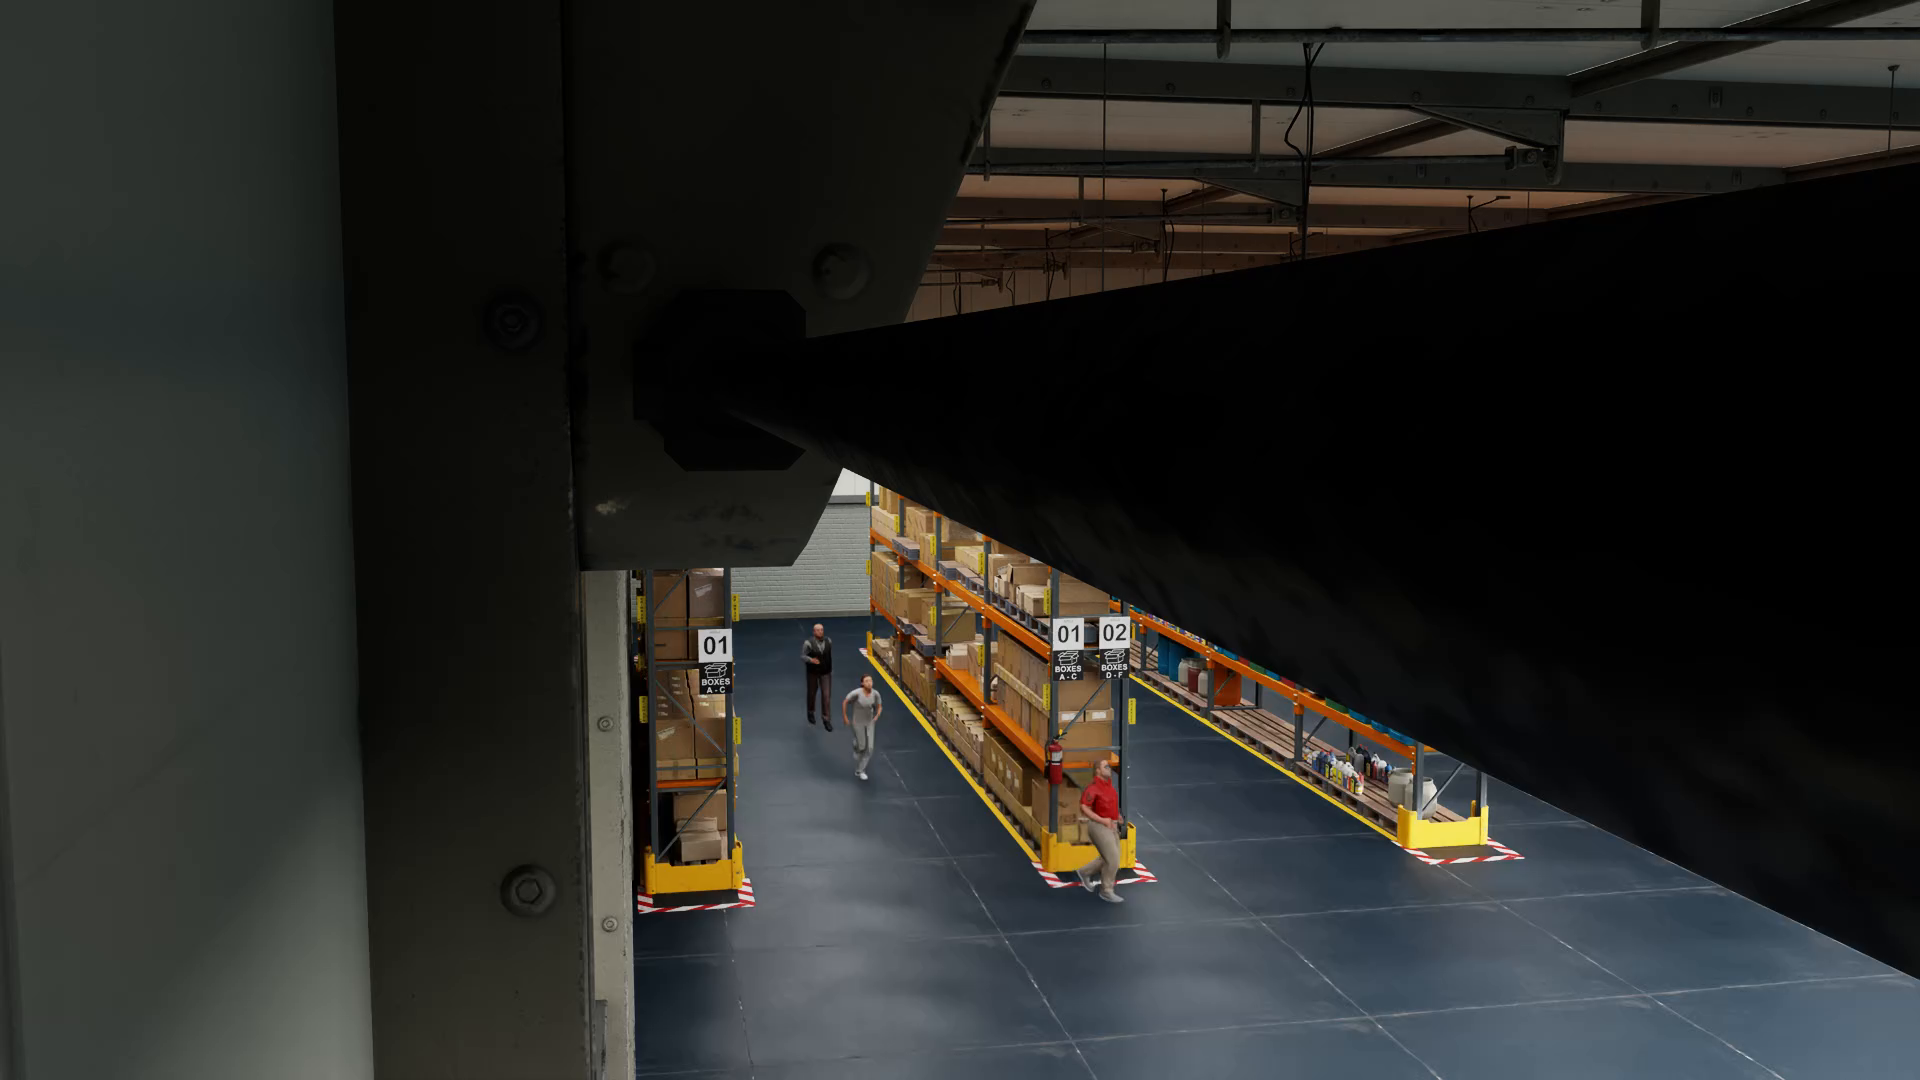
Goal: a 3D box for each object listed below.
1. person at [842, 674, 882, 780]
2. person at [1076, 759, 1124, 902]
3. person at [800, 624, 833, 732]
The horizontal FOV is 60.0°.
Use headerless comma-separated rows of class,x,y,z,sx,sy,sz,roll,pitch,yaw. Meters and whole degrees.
person,-1.487,2.842,25.485,0.599,1.621,0.664,-2,6,-21
person,1.666,3.450,19.795,0.641,1.726,0.698,3,6,23
person,-2.384,2.274,27.898,0.610,1.769,0.846,-2,6,-16
